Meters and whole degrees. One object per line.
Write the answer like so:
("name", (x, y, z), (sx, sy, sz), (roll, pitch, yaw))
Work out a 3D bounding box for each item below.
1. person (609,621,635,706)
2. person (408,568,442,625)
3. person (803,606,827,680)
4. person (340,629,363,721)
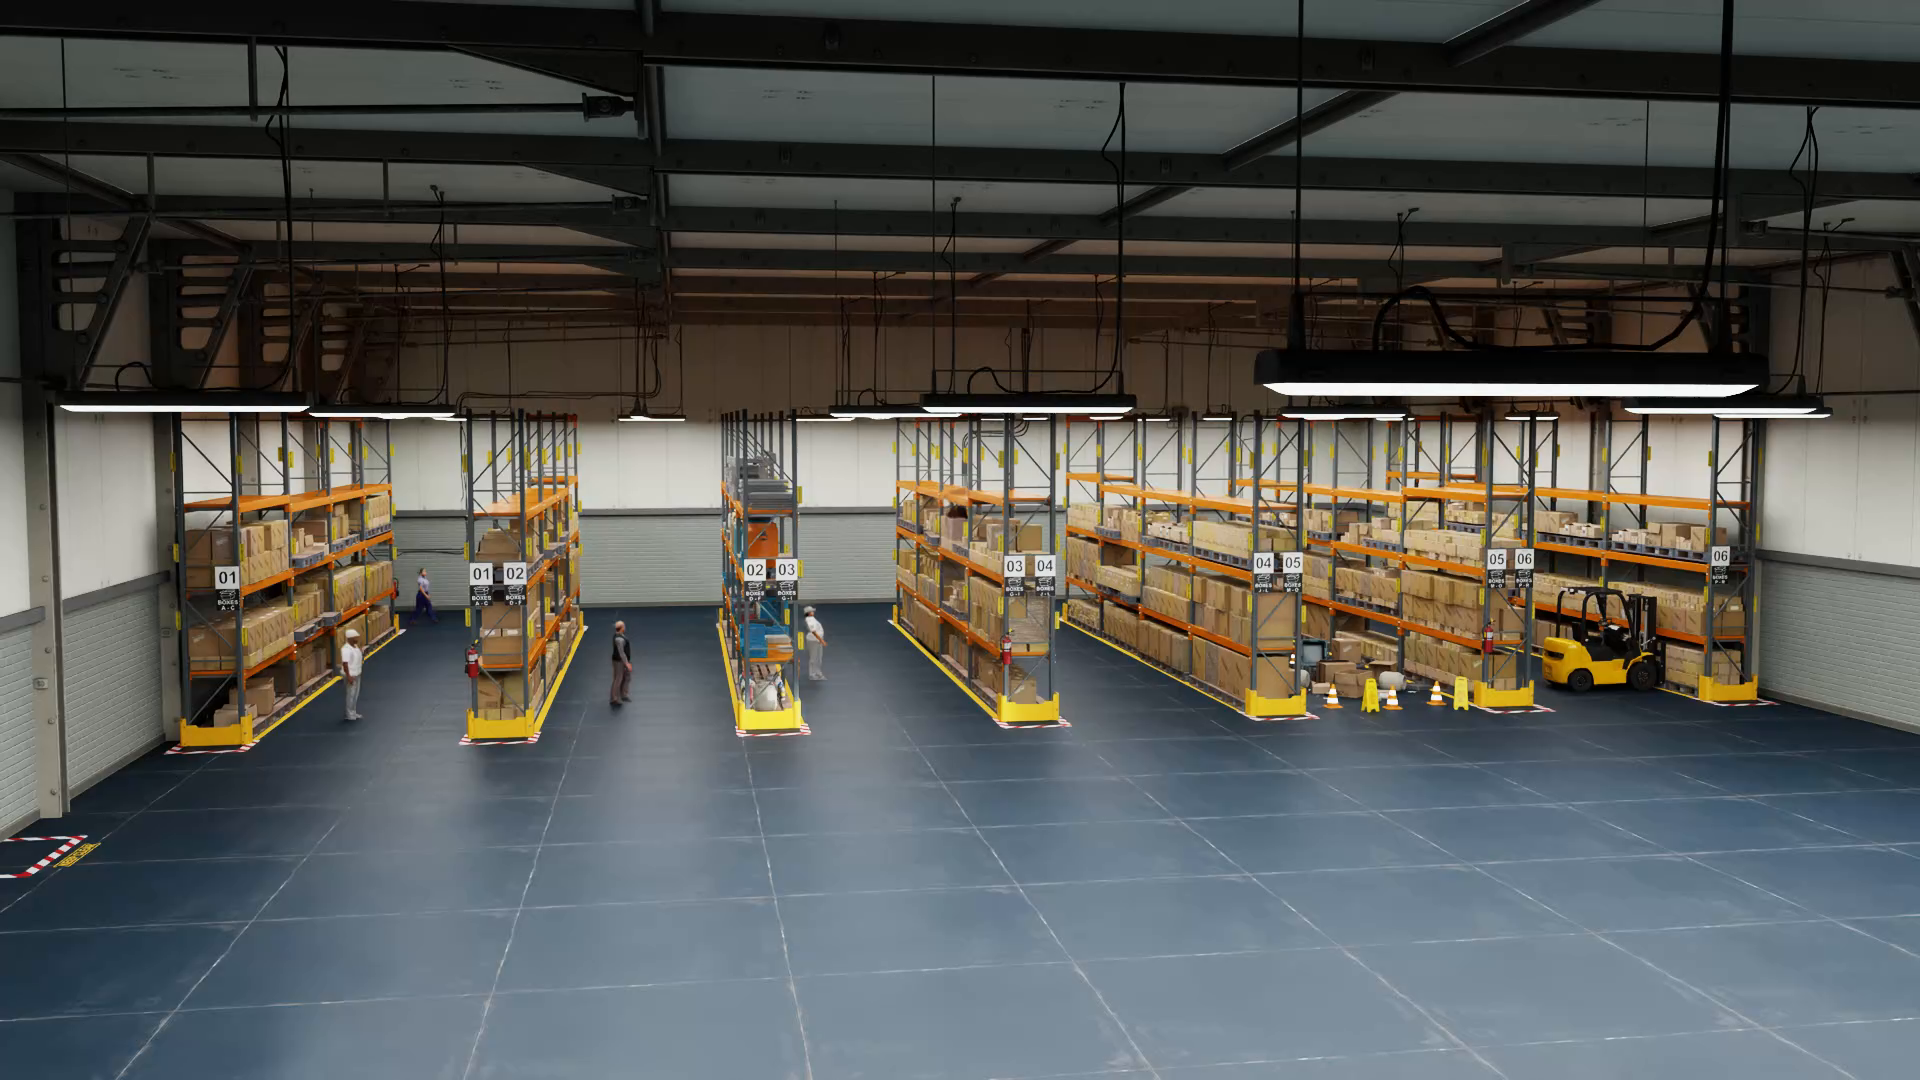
("person", (-6.893, 2.524, 33.983), (0.503, 1.754, 0.684), (0, 4, -1))
("person", (-15.238, 1.610, 47.335), (0.942, 1.588, 0.560), (-1, 4, -20))
("person", (-3.191, 2.315, 37.129), (0.598, 1.660, 0.569), (1, 4, 16))
("person", (-11.766, 2.598, 32.153), (0.392, 1.766, 0.612), (1, 4, 11))
